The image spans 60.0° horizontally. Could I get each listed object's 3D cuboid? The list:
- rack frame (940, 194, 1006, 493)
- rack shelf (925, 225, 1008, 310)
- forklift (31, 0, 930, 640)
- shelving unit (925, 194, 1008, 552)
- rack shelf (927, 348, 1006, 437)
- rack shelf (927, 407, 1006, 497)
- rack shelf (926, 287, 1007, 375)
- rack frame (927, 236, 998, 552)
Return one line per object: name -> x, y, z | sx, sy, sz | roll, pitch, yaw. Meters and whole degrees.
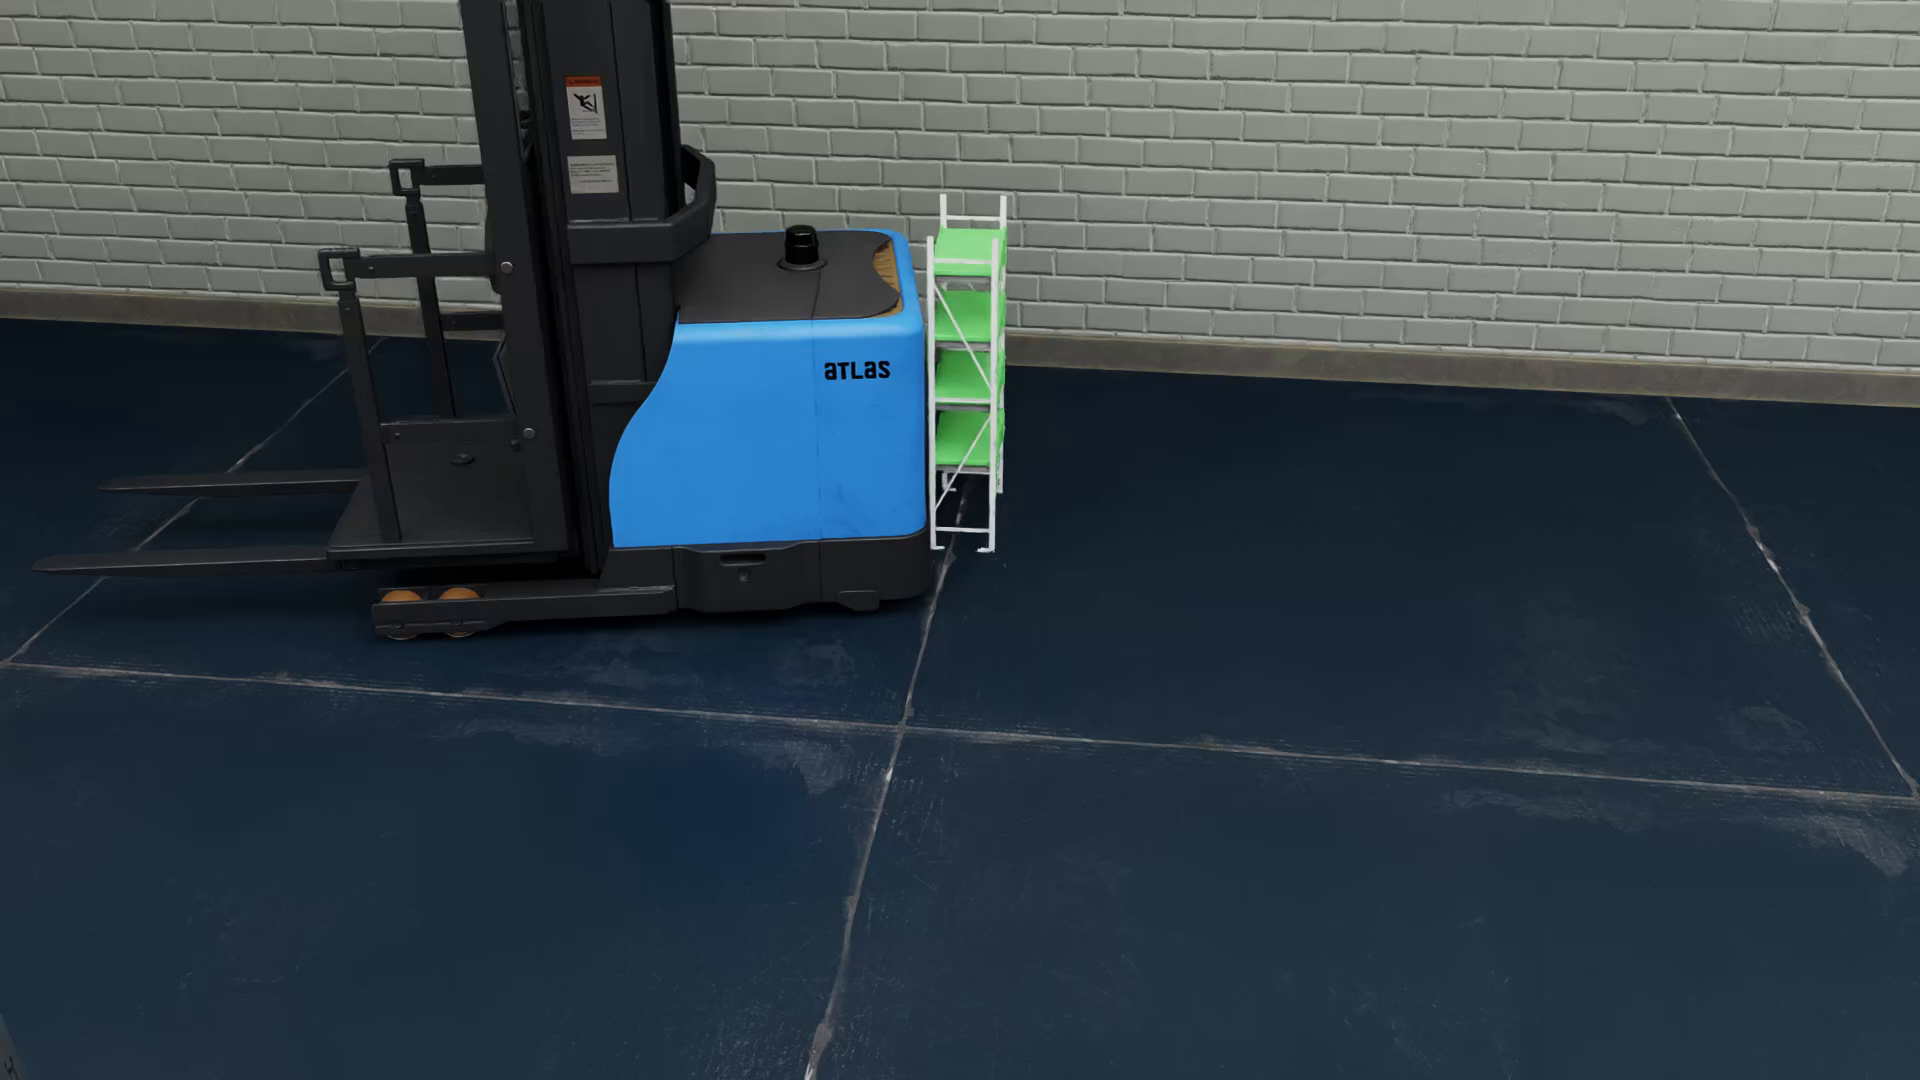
rack frame -> 0.048, -0.724, 6.328 | 0.240, 1.200, 0.015 | 2, 28, 4
rack shelf -> 0.029, -0.975, 5.917 | 0.258, 0.148, 0.480 | 2, 28, 4
forklift -> -1.650, -1.214, 5.413 | 3.031, 2.935, 1.130 | -2, 28, -4
shelving unit -> 0.029, -0.608, 6.114 | 0.258, 1.200, 0.503 | 2, 28, 4
rack shelf -> 0.029, -0.552, 6.144 | 0.258, 0.148, 0.480 | 2, 28, 4
rack shelf -> 0.029, -0.341, 6.258 | 0.258, 0.148, 0.480 | 2, 28, 4
rack shelf -> 0.029, -0.763, 6.030 | 0.258, 0.148, 0.480 | 2, 28, 4
rack frame -> 0.009, -0.493, 5.900 | 0.240, 1.200, 0.015 | 2, 28, 4
